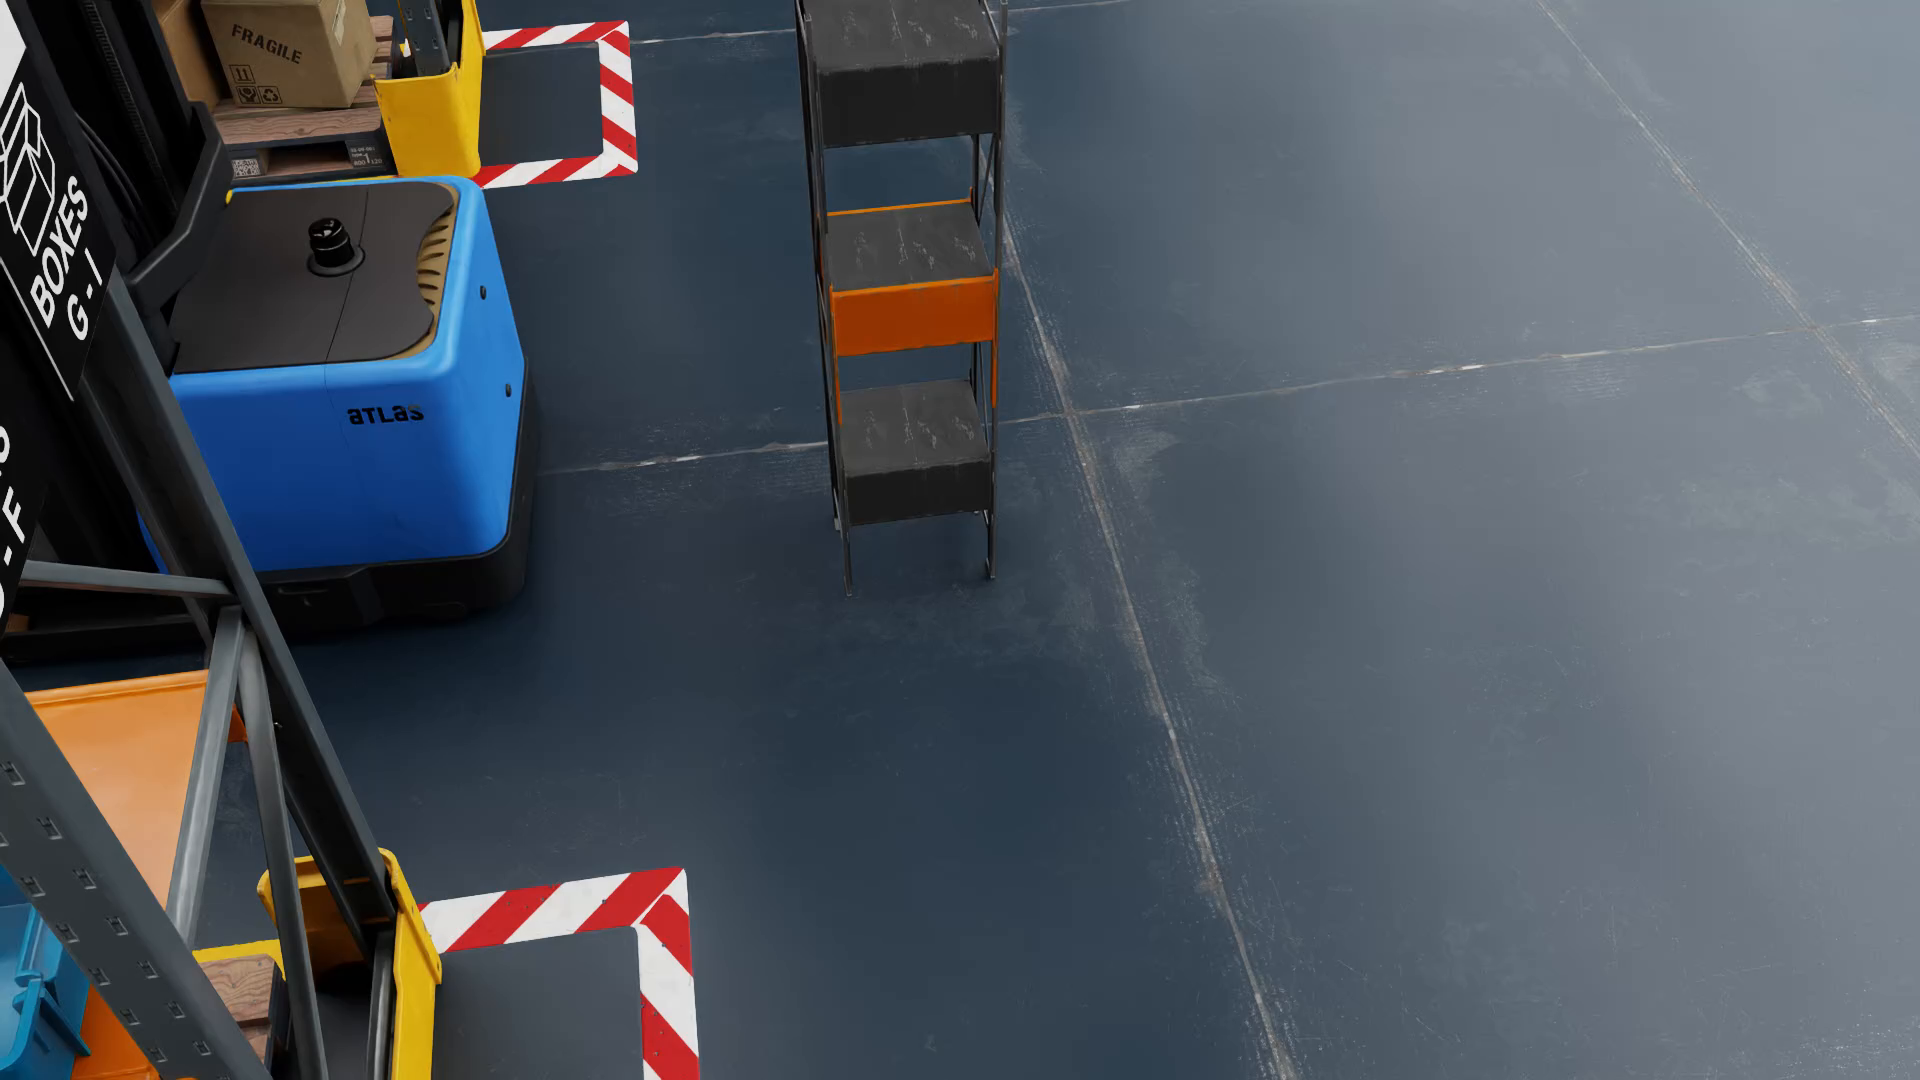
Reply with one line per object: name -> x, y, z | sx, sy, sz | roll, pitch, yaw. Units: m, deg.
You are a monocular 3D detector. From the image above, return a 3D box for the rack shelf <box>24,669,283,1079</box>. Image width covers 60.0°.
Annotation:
rack shelf -> -3.424, 0.981, 3.221 | 4.000, 0.370, 1.077 | -7, 46, -7

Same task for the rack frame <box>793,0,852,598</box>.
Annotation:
rack frame -> -0.404, -0.678, 4.945 | 0.015, 2.100, 0.400 | -7, 46, -7

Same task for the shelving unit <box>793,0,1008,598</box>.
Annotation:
shelving unit -> -0.163, -0.708, 4.974 | 0.503, 2.100, 0.431 | -7, 46, -7

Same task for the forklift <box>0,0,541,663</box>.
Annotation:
forklift -> -2.997, -1.009, 4.687 | 3.031, 2.935, 1.130 | -5, 46, -4

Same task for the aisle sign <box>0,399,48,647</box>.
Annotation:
aisle sign -> -1.332, -0.214, 2.068 | 0.004, 0.787, 0.394 | -7, 46, -7

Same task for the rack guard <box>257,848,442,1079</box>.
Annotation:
rack guard -> -1.520, 1.396, 4.058 | 0.348, 0.500, 1.175 | -7, 46, -7

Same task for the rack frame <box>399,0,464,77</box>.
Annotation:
rack frame -> -2.298, -3.029, 6.585 | 0.127, 3.000, 1.000 | -7, 46, -7

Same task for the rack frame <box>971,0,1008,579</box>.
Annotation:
rack frame -> 0.077, -0.738, 5.003 | 0.015, 2.100, 0.400 | -7, 46, -7

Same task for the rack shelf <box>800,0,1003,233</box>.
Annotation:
rack shelf -> -0.163, -1.184, 4.480 | 0.480, 0.518, 0.431 | -7, 46, -7

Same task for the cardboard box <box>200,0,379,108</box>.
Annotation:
cardboard box -> -2.916, -2.242, 7.272 | 0.500, 0.500, 0.500 | 1, 46, 1

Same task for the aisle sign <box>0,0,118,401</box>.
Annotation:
aisle sign -> -1.432, -0.633, 2.471 | 0.004, 0.787, 0.394 | -7, 46, -7

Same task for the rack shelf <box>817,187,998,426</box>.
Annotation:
rack shelf -> -0.163, -0.699, 4.984 | 0.480, 0.518, 0.431 | -7, 46, -7

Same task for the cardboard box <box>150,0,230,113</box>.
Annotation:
cardboard box -> -3.499, -2.144, 7.177 | 0.500, 0.500, 0.500 | 4, 46, 4

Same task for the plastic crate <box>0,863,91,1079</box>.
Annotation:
plastic crate -> -1.895, 0.811, 2.989 | 0.616, 0.251, 0.499 | -7, 46, -7

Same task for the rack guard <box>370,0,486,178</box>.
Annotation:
rack guard -> -2.373, -2.152, 7.476 | 0.348, 0.500, 1.175 | -7, 46, -7

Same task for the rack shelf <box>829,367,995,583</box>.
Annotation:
rack shelf -> -0.163, -0.213, 5.488 | 0.480, 0.518, 0.431 | -7, 46, -7

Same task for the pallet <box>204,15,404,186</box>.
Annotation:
pallet -> -3.179, -1.977, 7.508 | 1.213, 0.211, 1.003 | -7, 46, -7

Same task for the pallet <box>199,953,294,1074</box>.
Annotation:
pallet -> -2.322, 1.592, 4.069 | 1.213, 0.211, 1.003 | -7, 46, -7

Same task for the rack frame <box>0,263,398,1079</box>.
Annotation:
rack frame -> -1.453, 0.486, 3.199 | 0.127, 3.000, 1.000 | -7, 46, -7
